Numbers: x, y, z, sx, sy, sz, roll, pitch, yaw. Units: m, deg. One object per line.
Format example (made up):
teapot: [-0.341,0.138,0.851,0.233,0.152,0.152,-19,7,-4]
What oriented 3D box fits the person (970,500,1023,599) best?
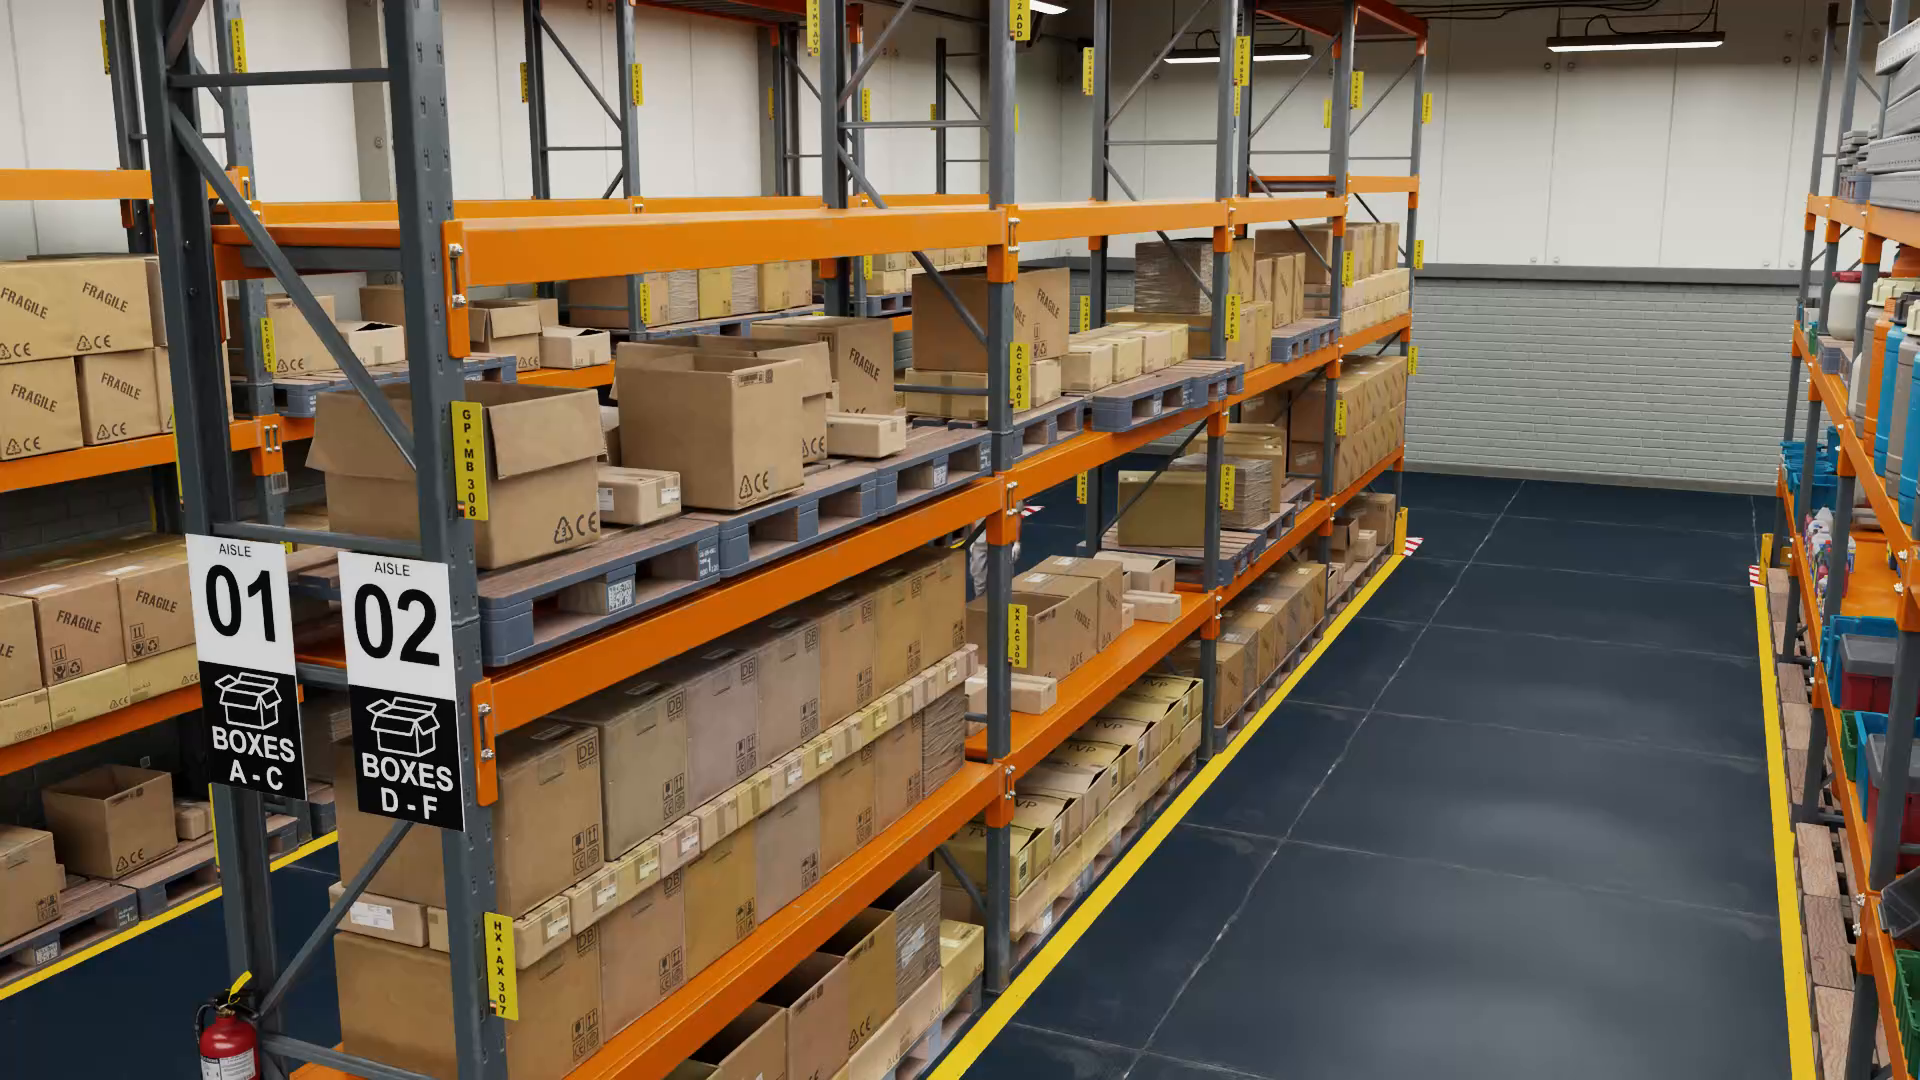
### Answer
person: [0.327,0.064,15.673,0.534,1.821,0.347,6,13,25]
